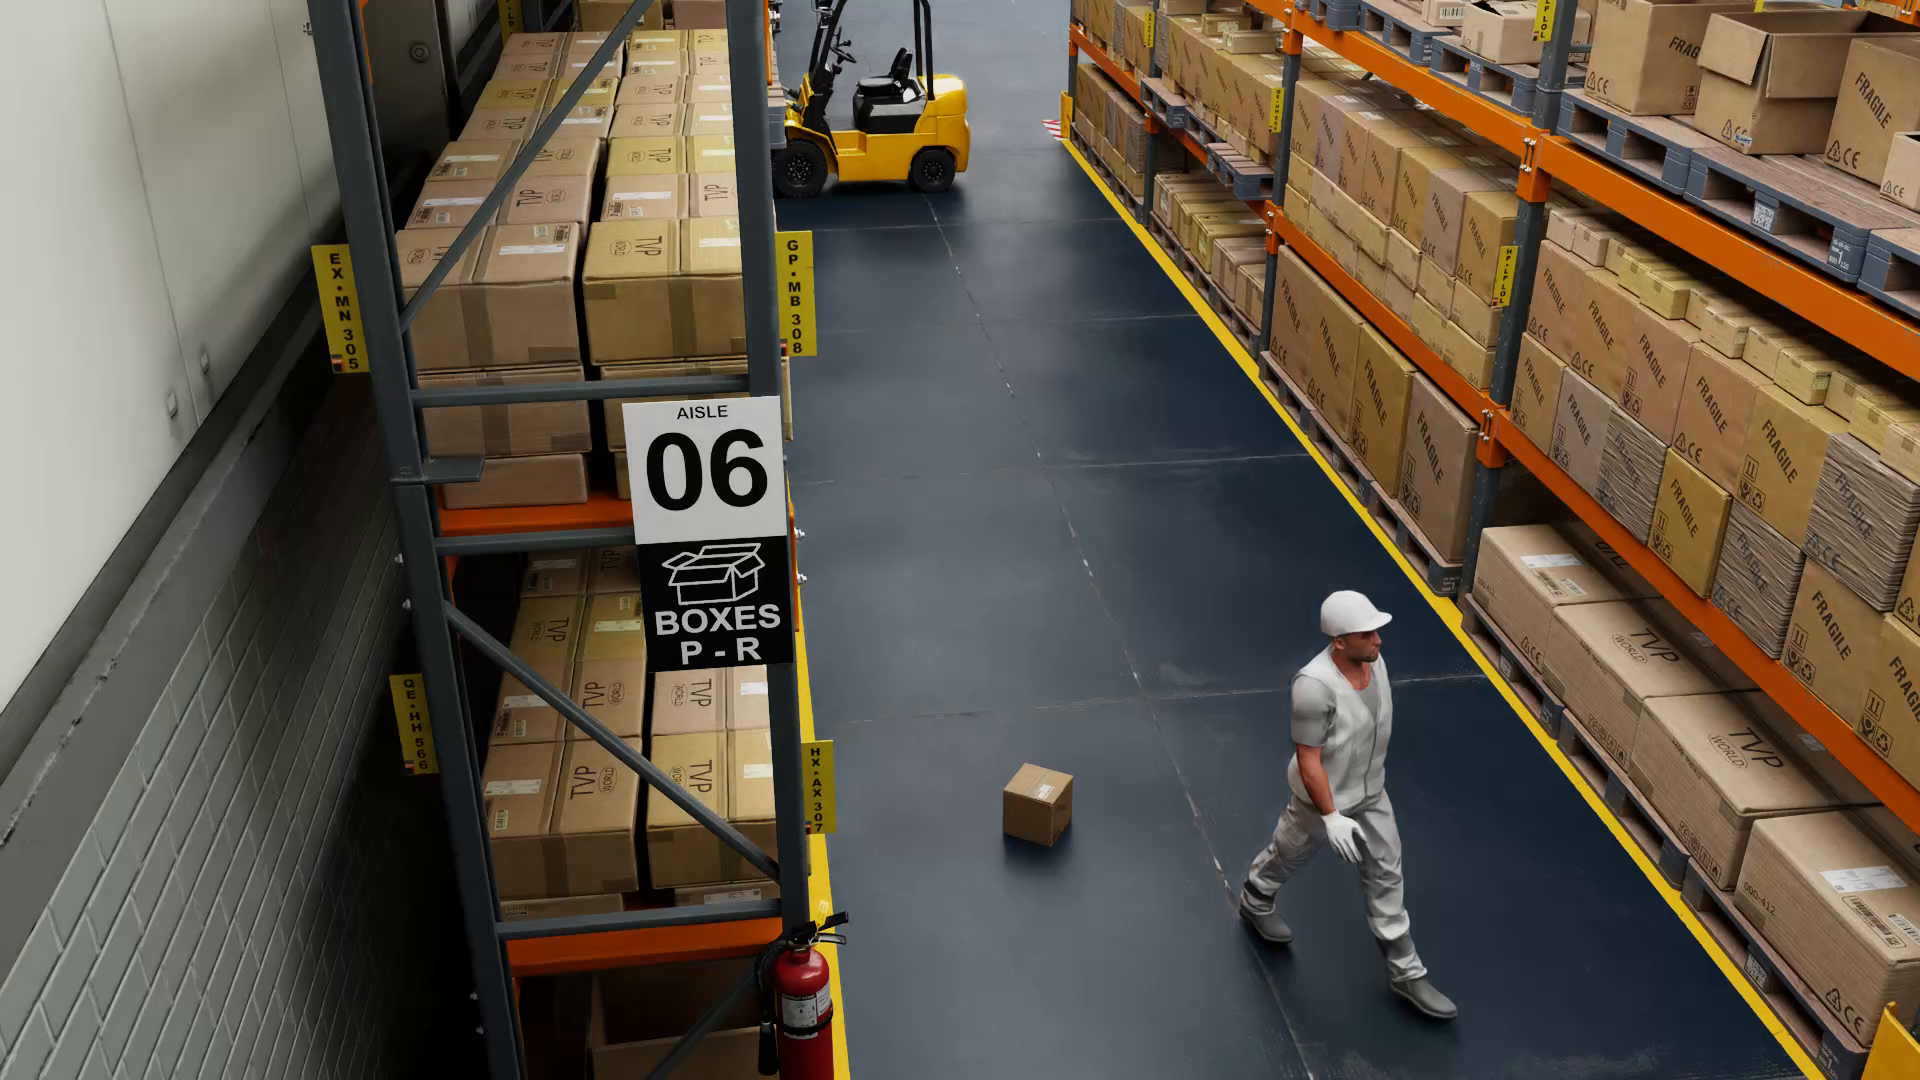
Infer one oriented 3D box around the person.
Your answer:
[{"bbox_3d":[1.558,1.020,6.538,0.536,1.726,1.016,-19,32,-32],"label":"person"}]
